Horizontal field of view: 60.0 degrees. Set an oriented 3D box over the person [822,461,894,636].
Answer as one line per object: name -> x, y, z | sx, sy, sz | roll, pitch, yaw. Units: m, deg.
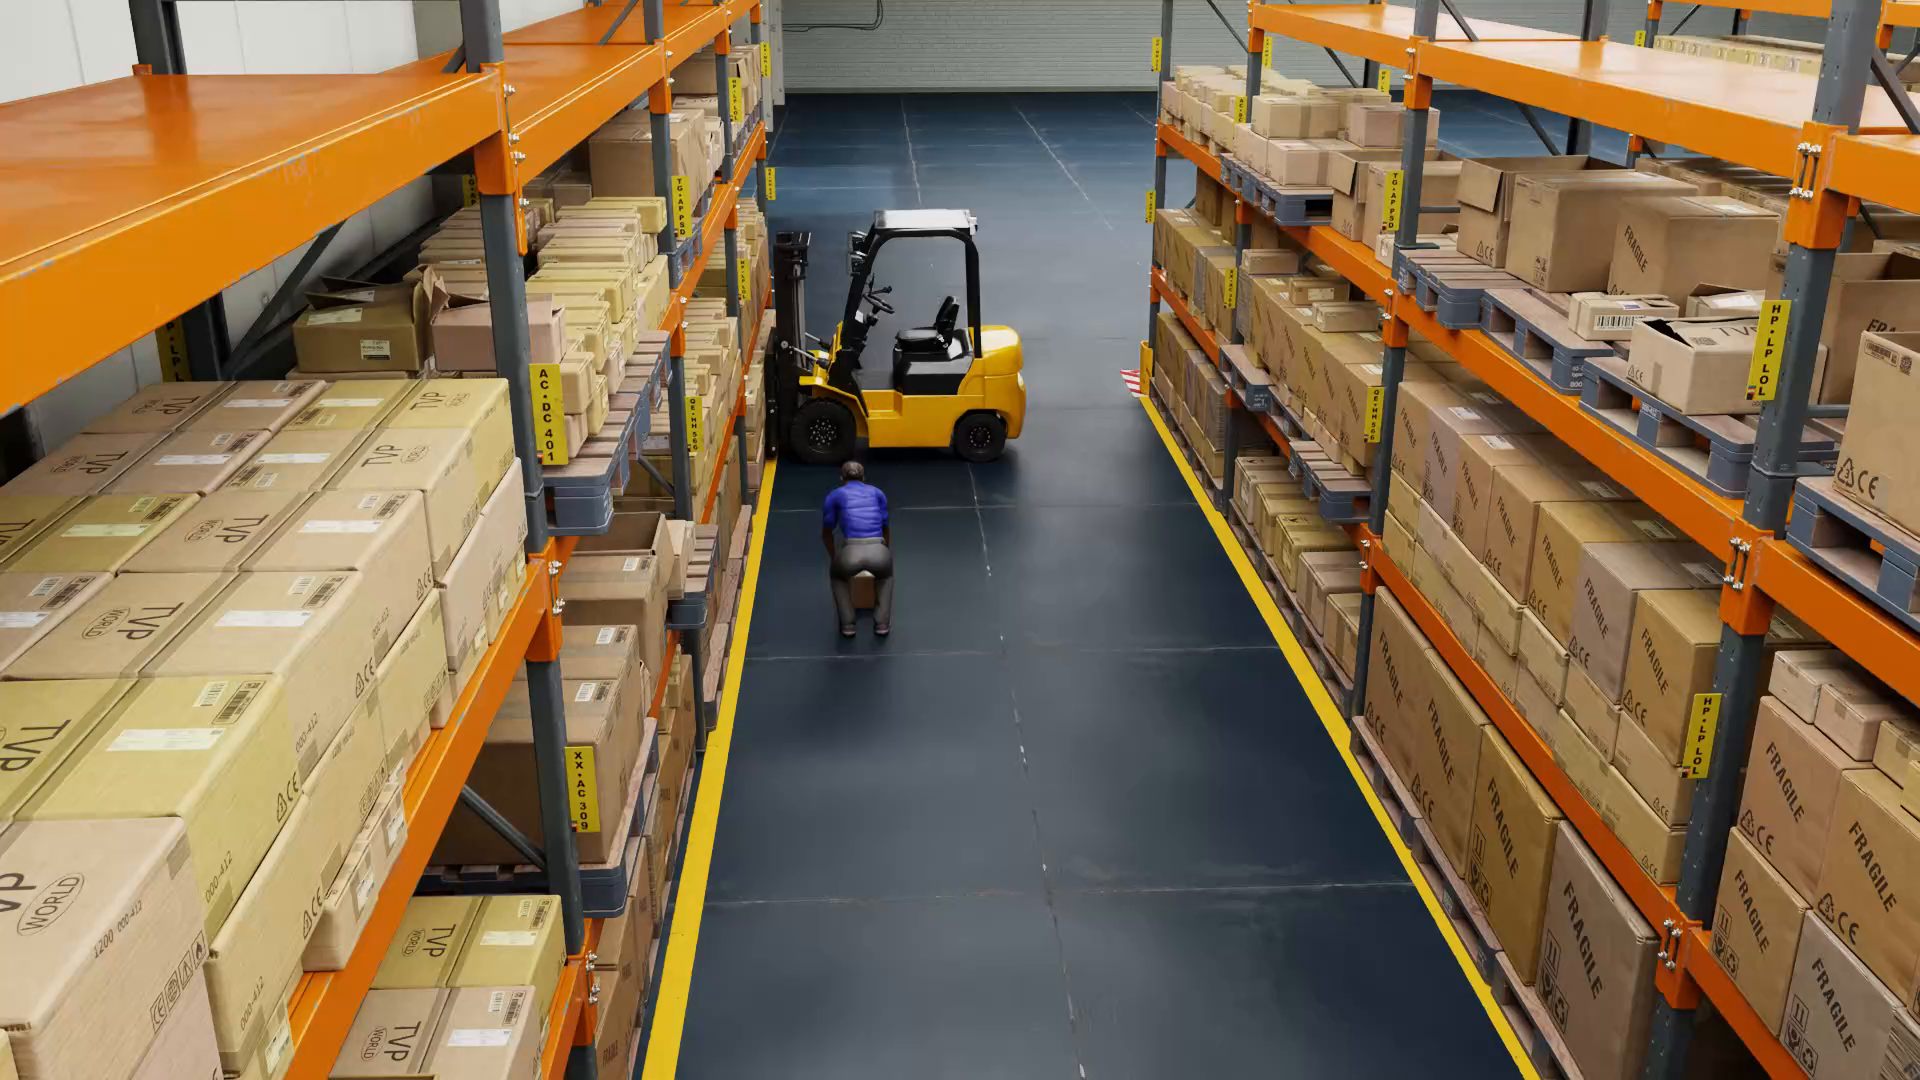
person -> -0.716, 0.076, 11.639 | 0.499, 1.133, 0.741 | -2, 21, -5
